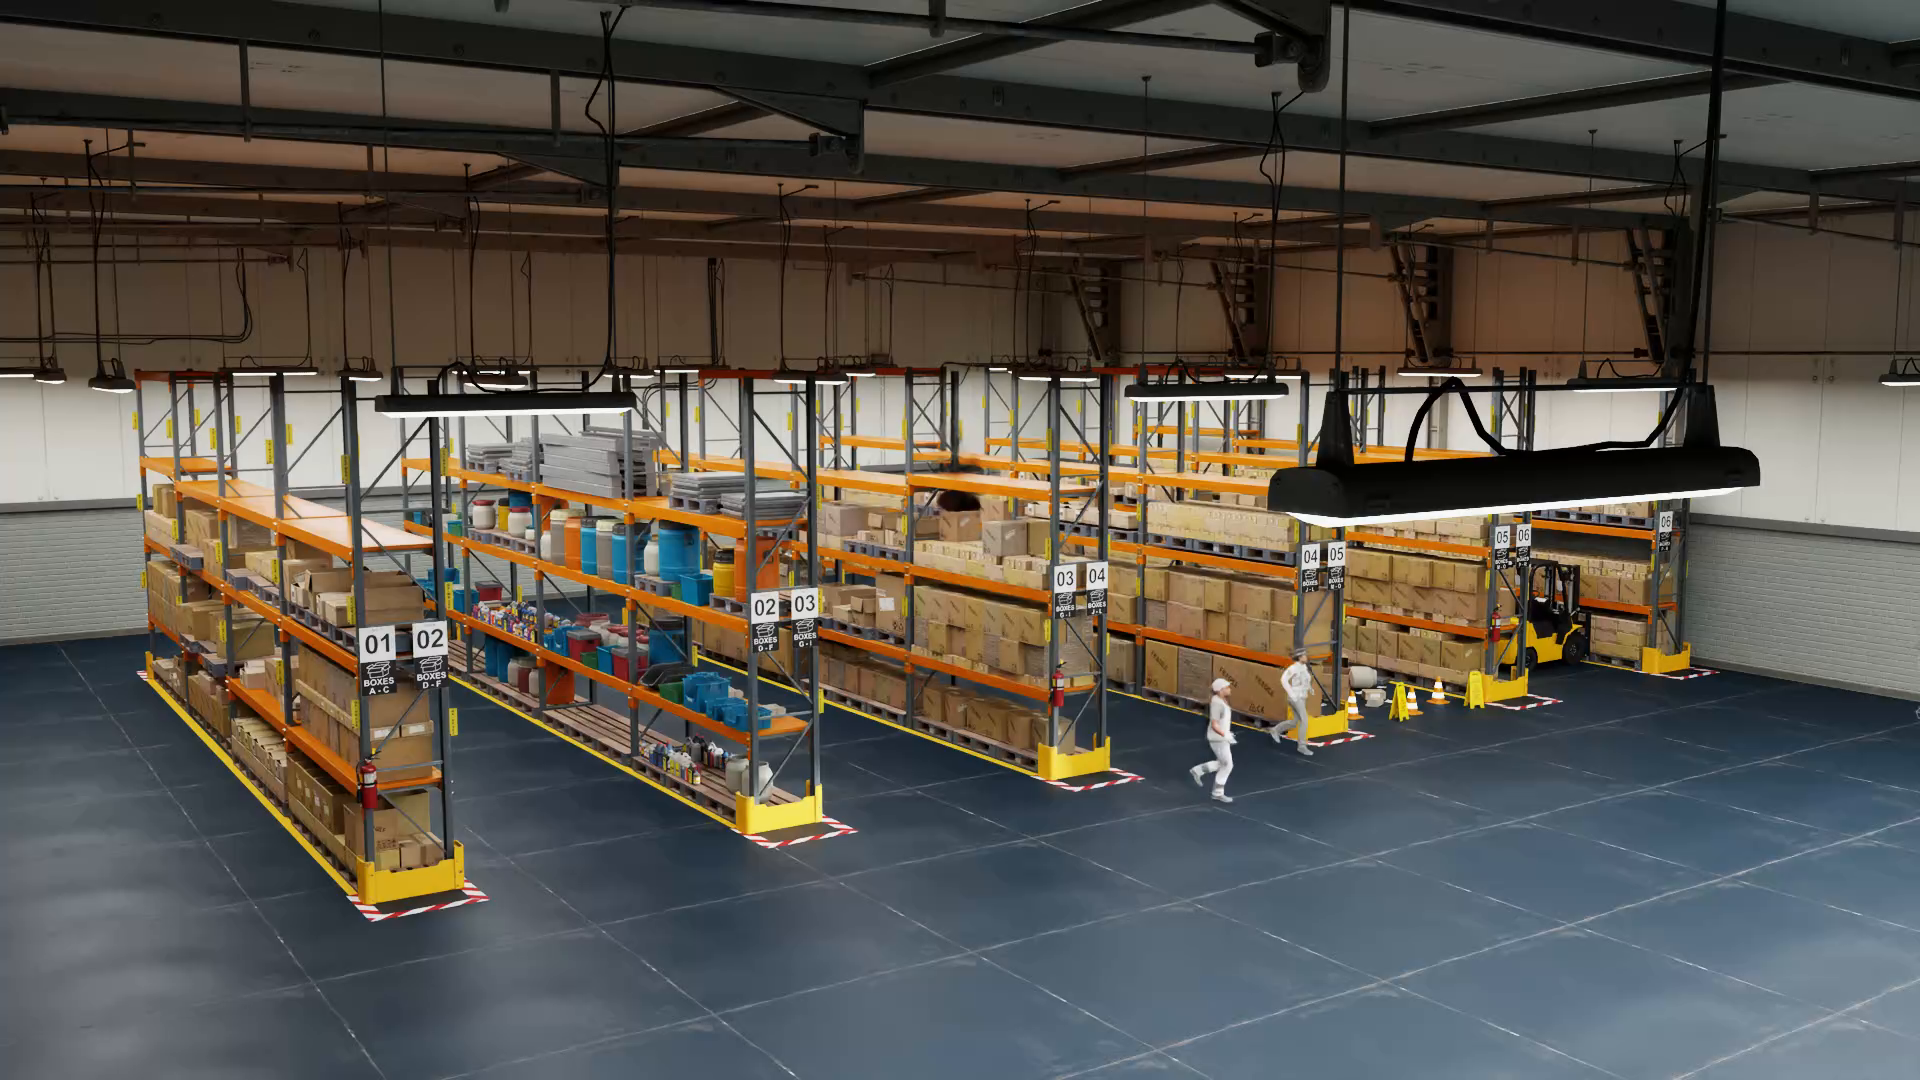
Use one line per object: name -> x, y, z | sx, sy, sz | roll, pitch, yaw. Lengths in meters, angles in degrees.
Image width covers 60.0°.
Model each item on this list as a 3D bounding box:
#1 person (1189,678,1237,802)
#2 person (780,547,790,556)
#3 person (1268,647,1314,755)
person -> 3.582, 2.818, 23.546 | 0.667, 1.761, 0.678 | 1, 7, 9
person -> -4.332, 0.899, 40.866 | 0.596, 1.699, 0.804 | 4, 8, 33
person -> 5.343, 2.537, 26.532 | 0.814, 1.685, 0.652 | 4, 8, 33
